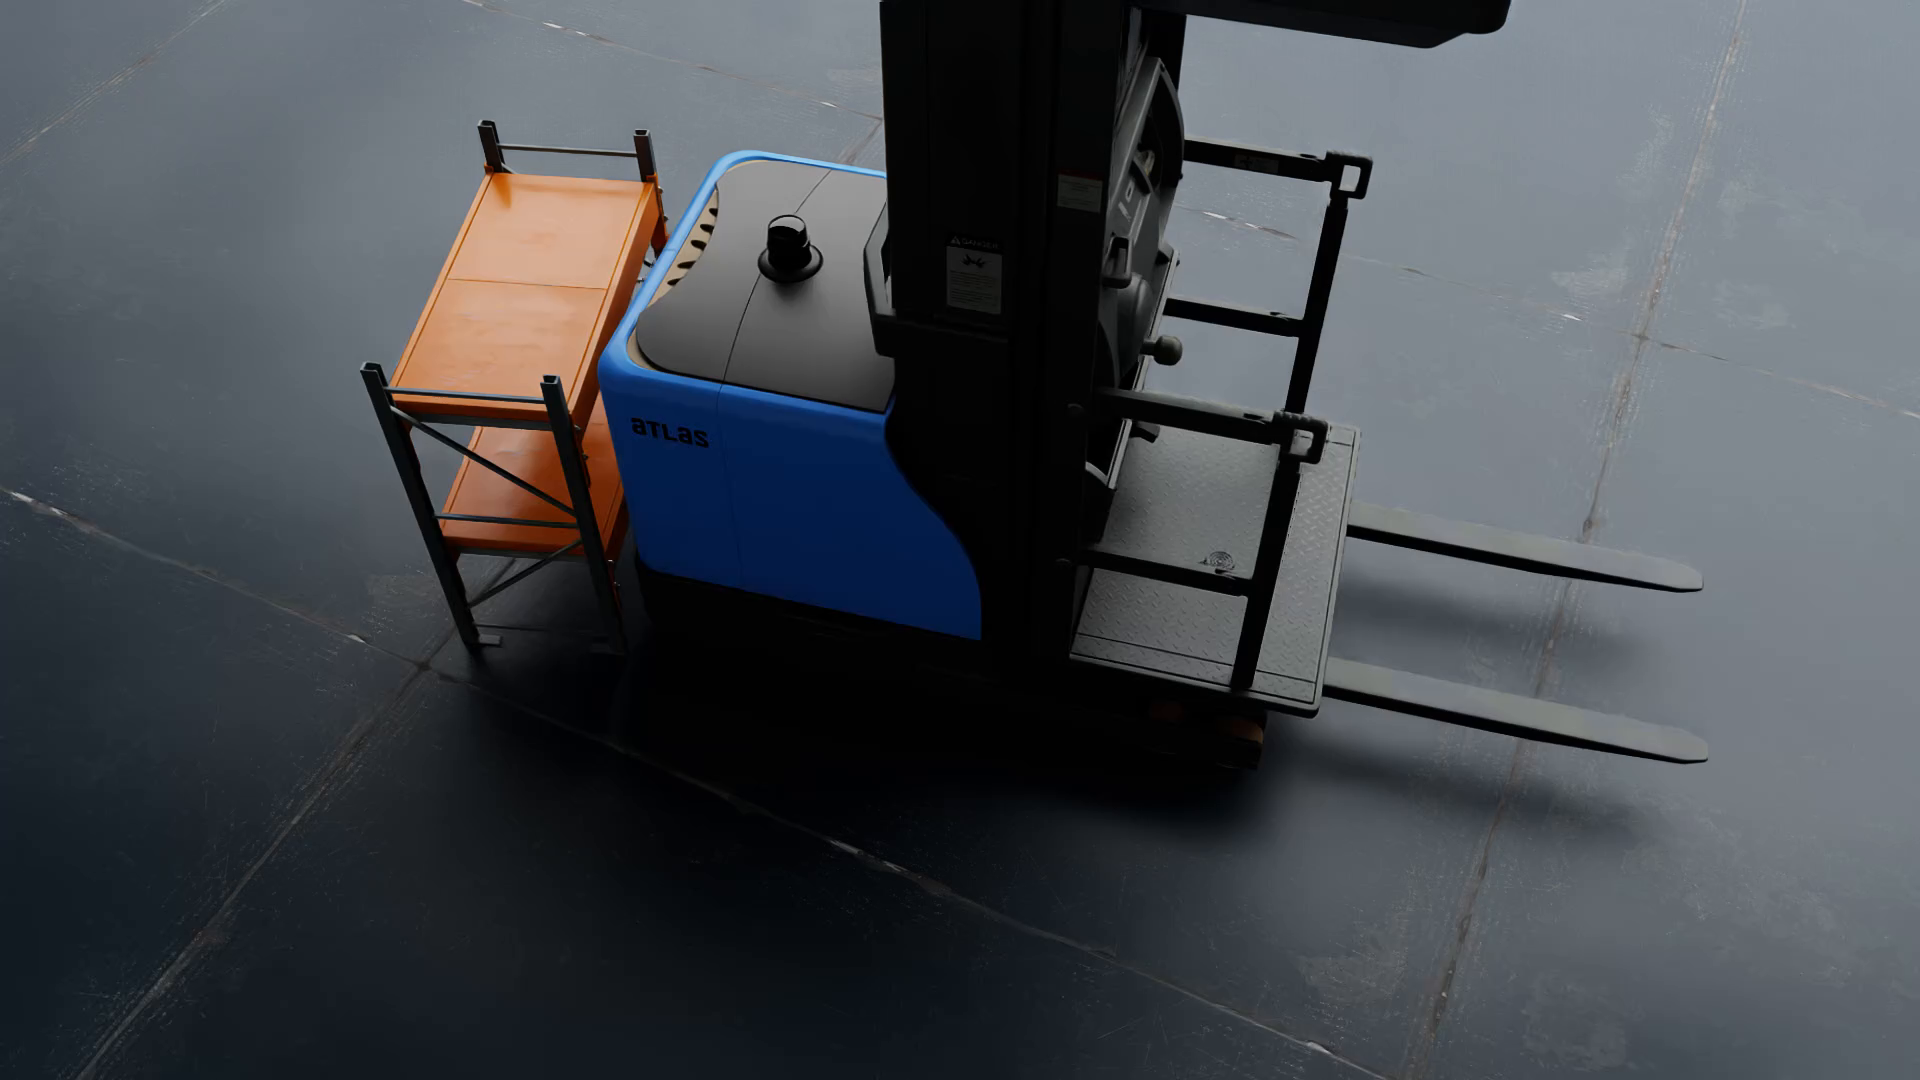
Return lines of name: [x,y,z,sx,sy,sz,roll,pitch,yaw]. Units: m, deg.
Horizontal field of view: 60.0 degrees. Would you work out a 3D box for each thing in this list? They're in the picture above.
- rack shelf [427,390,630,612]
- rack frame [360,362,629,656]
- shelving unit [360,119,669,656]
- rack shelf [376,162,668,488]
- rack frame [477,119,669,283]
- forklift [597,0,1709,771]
rack shelf: [-1.191,-0.277,5.068,0.538,0.278,1.000,4,50,4]
rack frame: [-1.242,-0.050,4.554,0.500,1.125,0.032,4,50,4]
shelving unit: [-1.191,-0.436,4.882,0.538,1.125,1.048,4,50,4]
rack shelf: [-1.191,-0.625,4.659,0.538,0.278,1.000,4,50,4]
rack frame: [-1.141,-0.821,5.210,0.500,1.125,0.032,4,50,4]
forklift: [0.627,-0.755,3.968,3.031,2.935,1.130,11,51,10]
